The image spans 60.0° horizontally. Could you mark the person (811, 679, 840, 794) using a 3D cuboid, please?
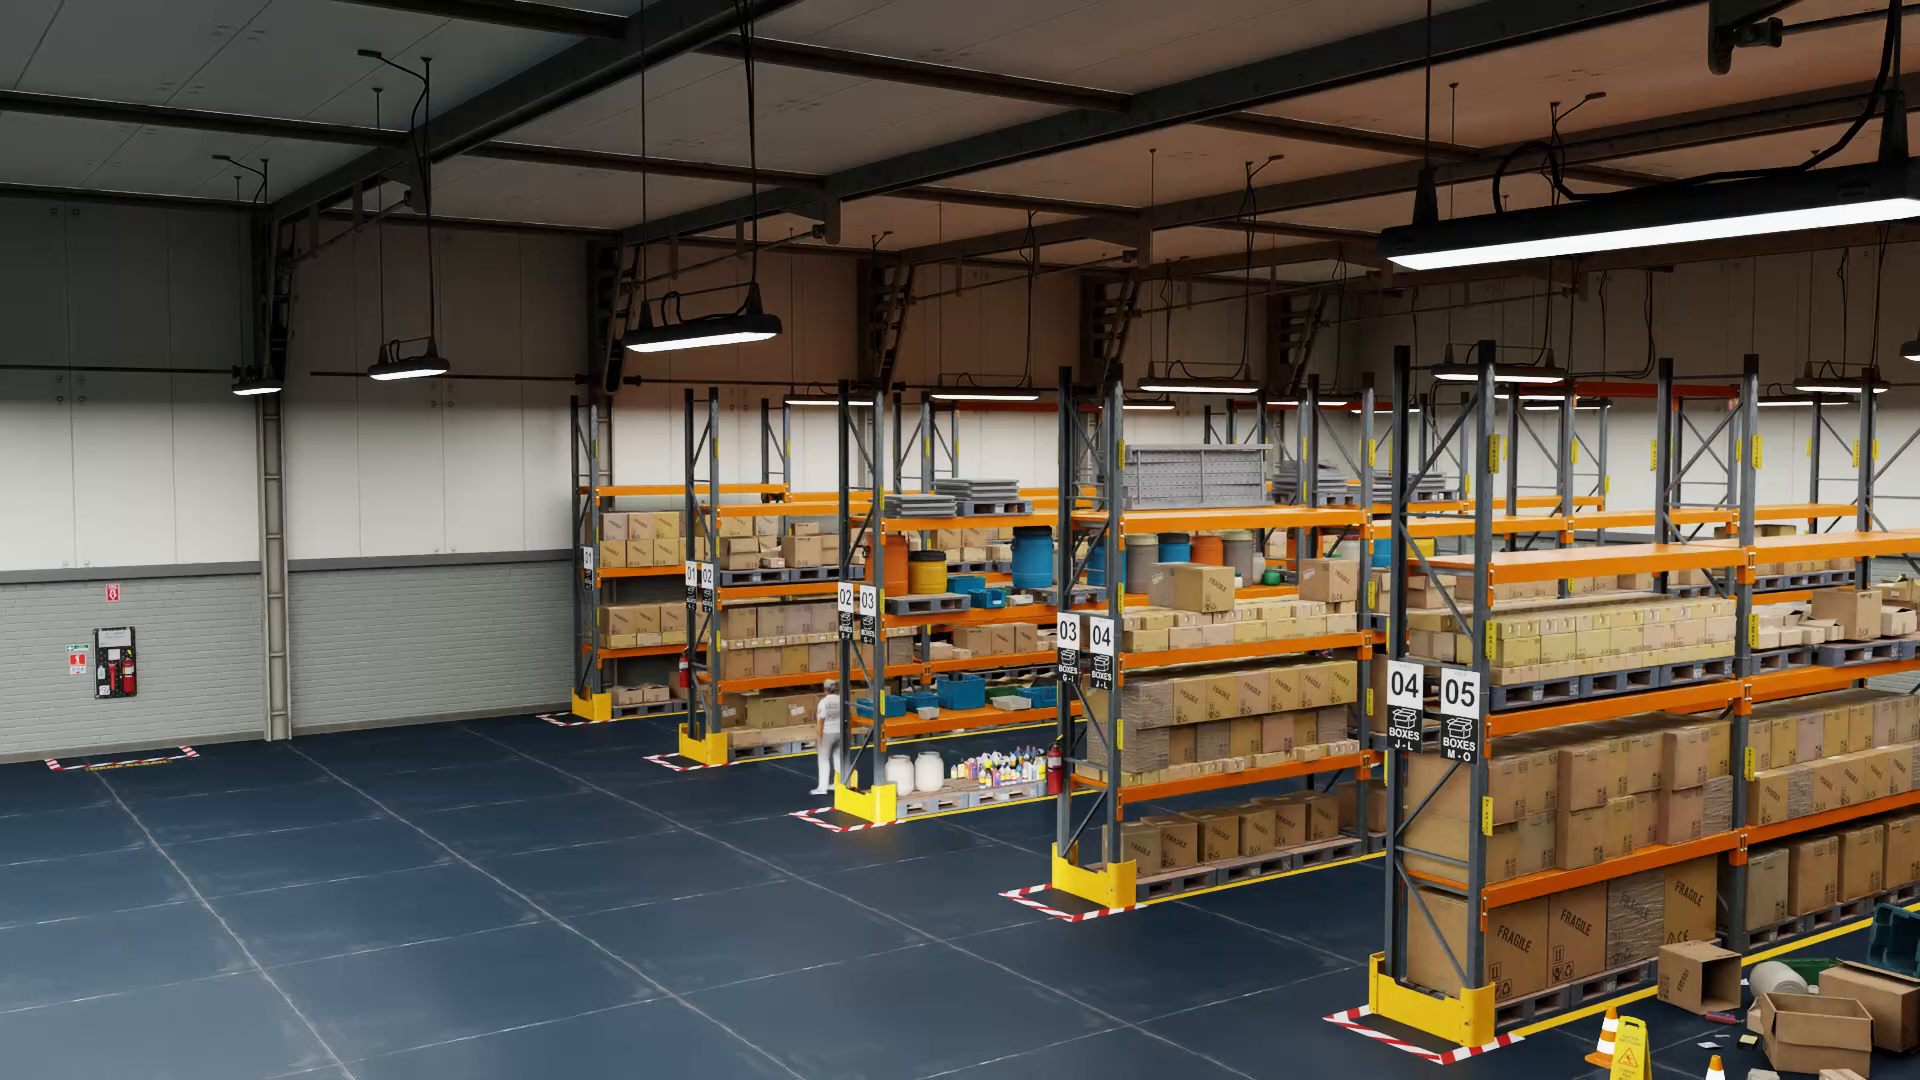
[{"bbox_3d":[-1.900,2.869,24.350,0.435,1.661,0.562,3,5,41],"label":"person"}]

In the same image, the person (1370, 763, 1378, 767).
[{"bbox_3d":[6.502,2.752,26.378,0.361,1.704,0.436,1,4,16],"label":"person"}]
